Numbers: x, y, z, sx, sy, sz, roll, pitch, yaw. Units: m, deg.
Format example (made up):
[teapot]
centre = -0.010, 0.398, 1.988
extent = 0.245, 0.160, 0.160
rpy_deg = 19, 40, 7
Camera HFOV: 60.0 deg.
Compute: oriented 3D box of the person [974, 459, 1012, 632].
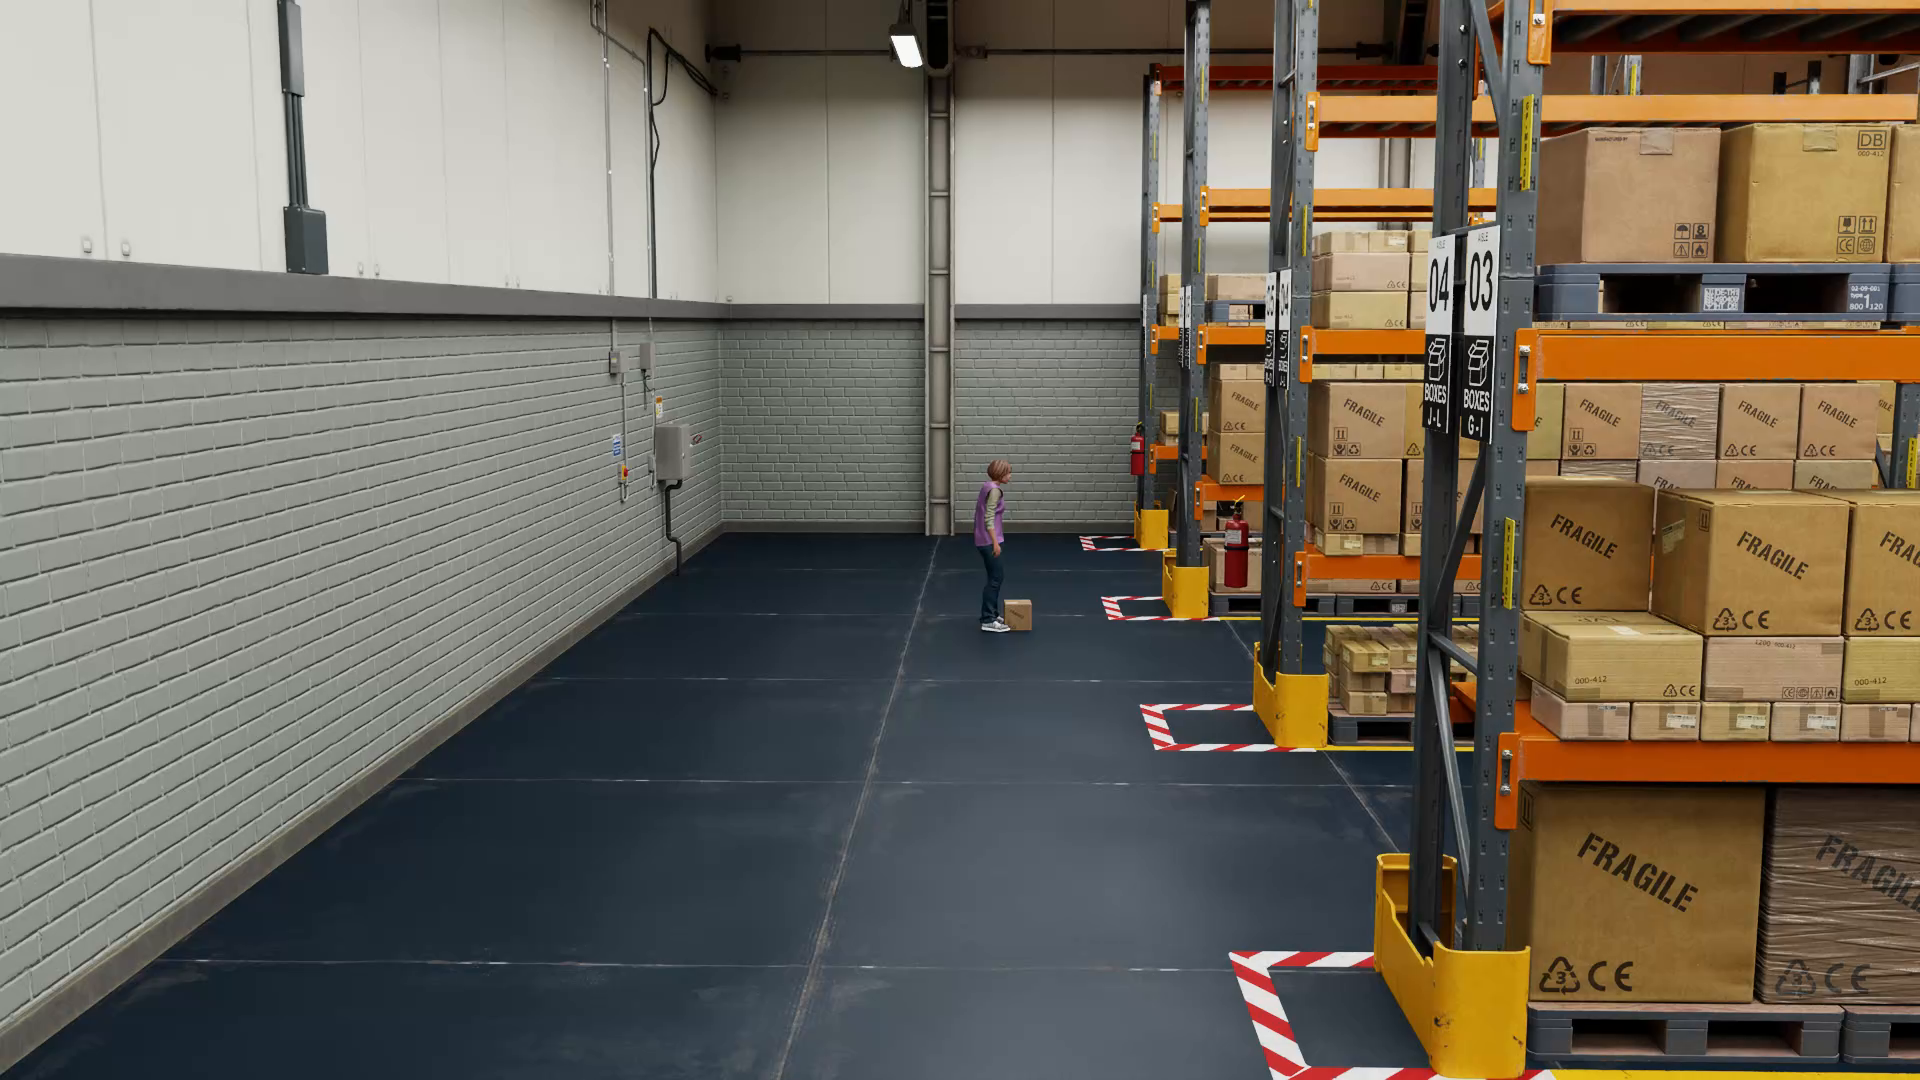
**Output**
[person]
centre = 0.315, 0.040, 15.520
extent = 0.365, 1.592, 0.465
rpy_deg = 0, 7, 1
